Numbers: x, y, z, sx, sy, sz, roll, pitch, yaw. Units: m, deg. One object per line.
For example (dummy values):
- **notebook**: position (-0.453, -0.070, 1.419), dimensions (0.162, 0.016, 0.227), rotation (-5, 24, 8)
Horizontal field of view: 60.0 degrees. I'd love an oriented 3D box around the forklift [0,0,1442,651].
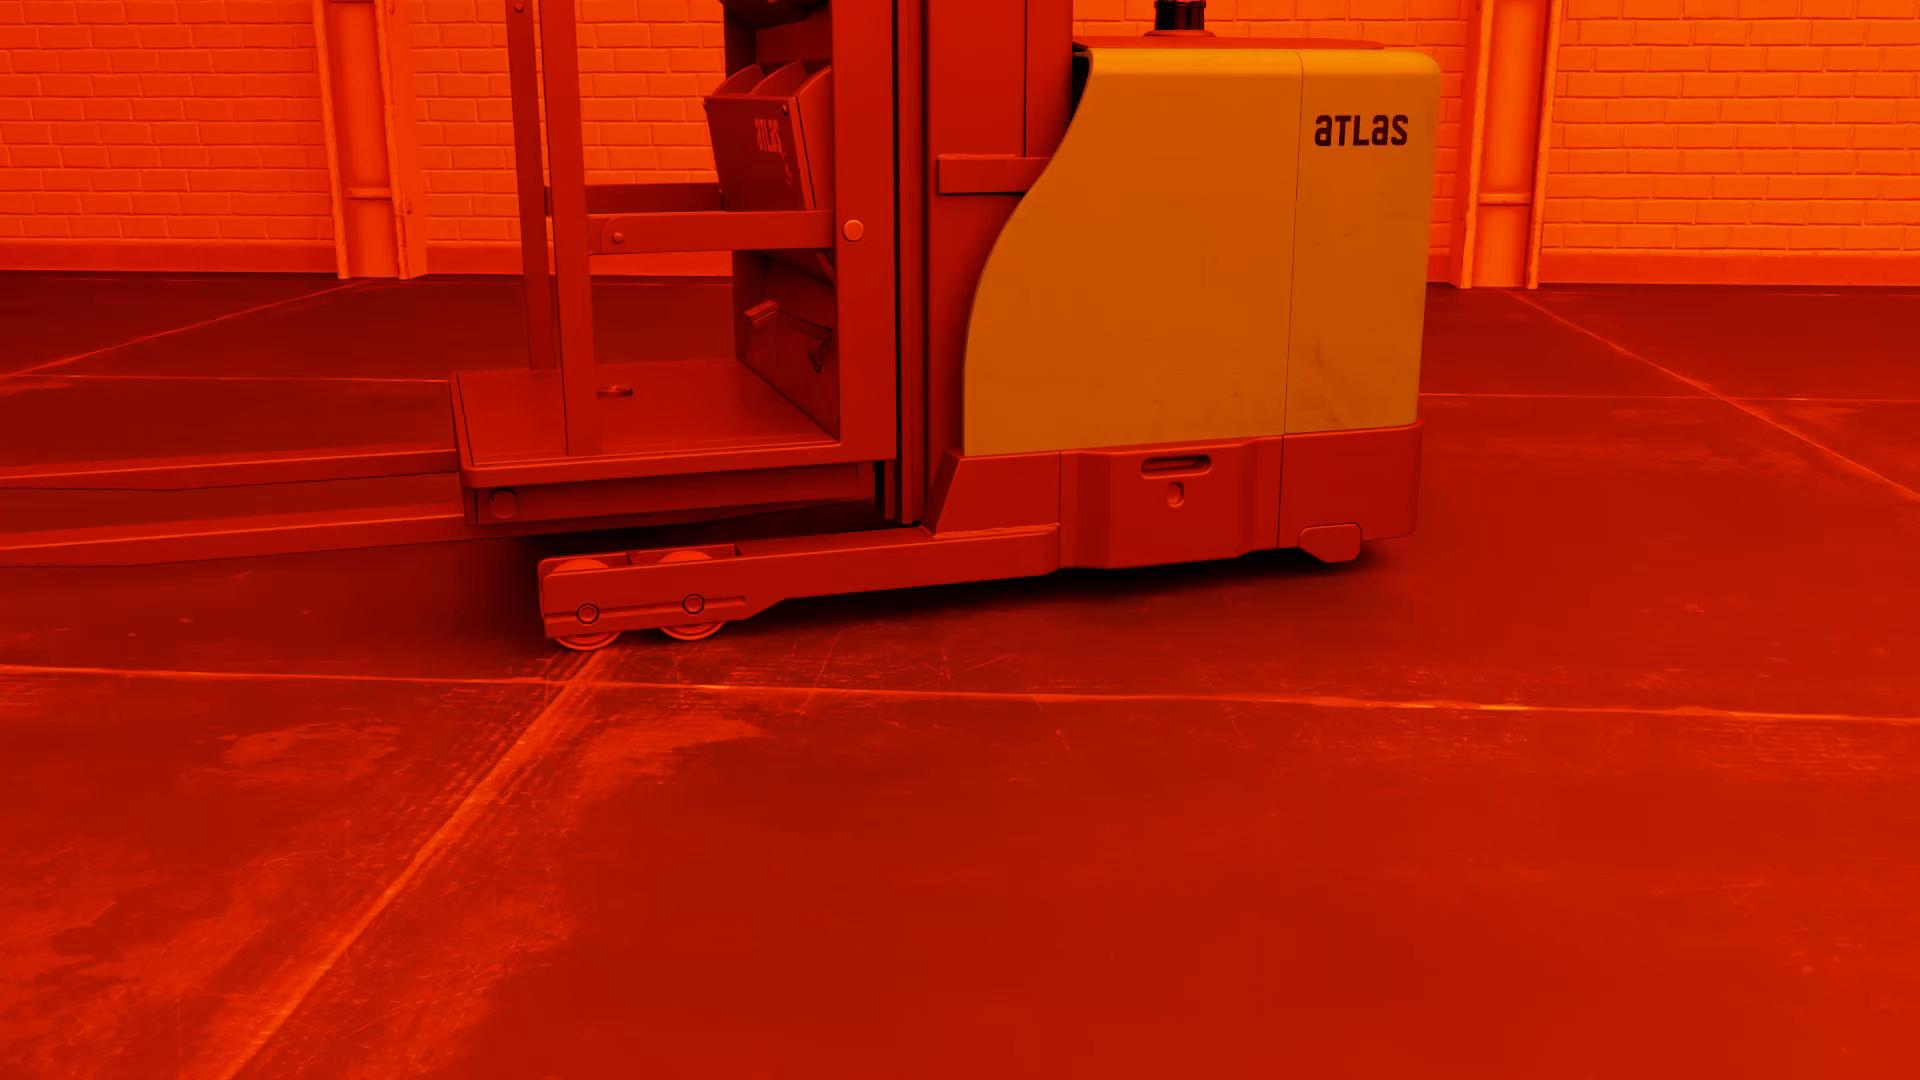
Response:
- **forklift**: position (-0.580, -1.366, 3.251), dimensions (3.031, 2.935, 1.130), rotation (-5, 16, -17)
